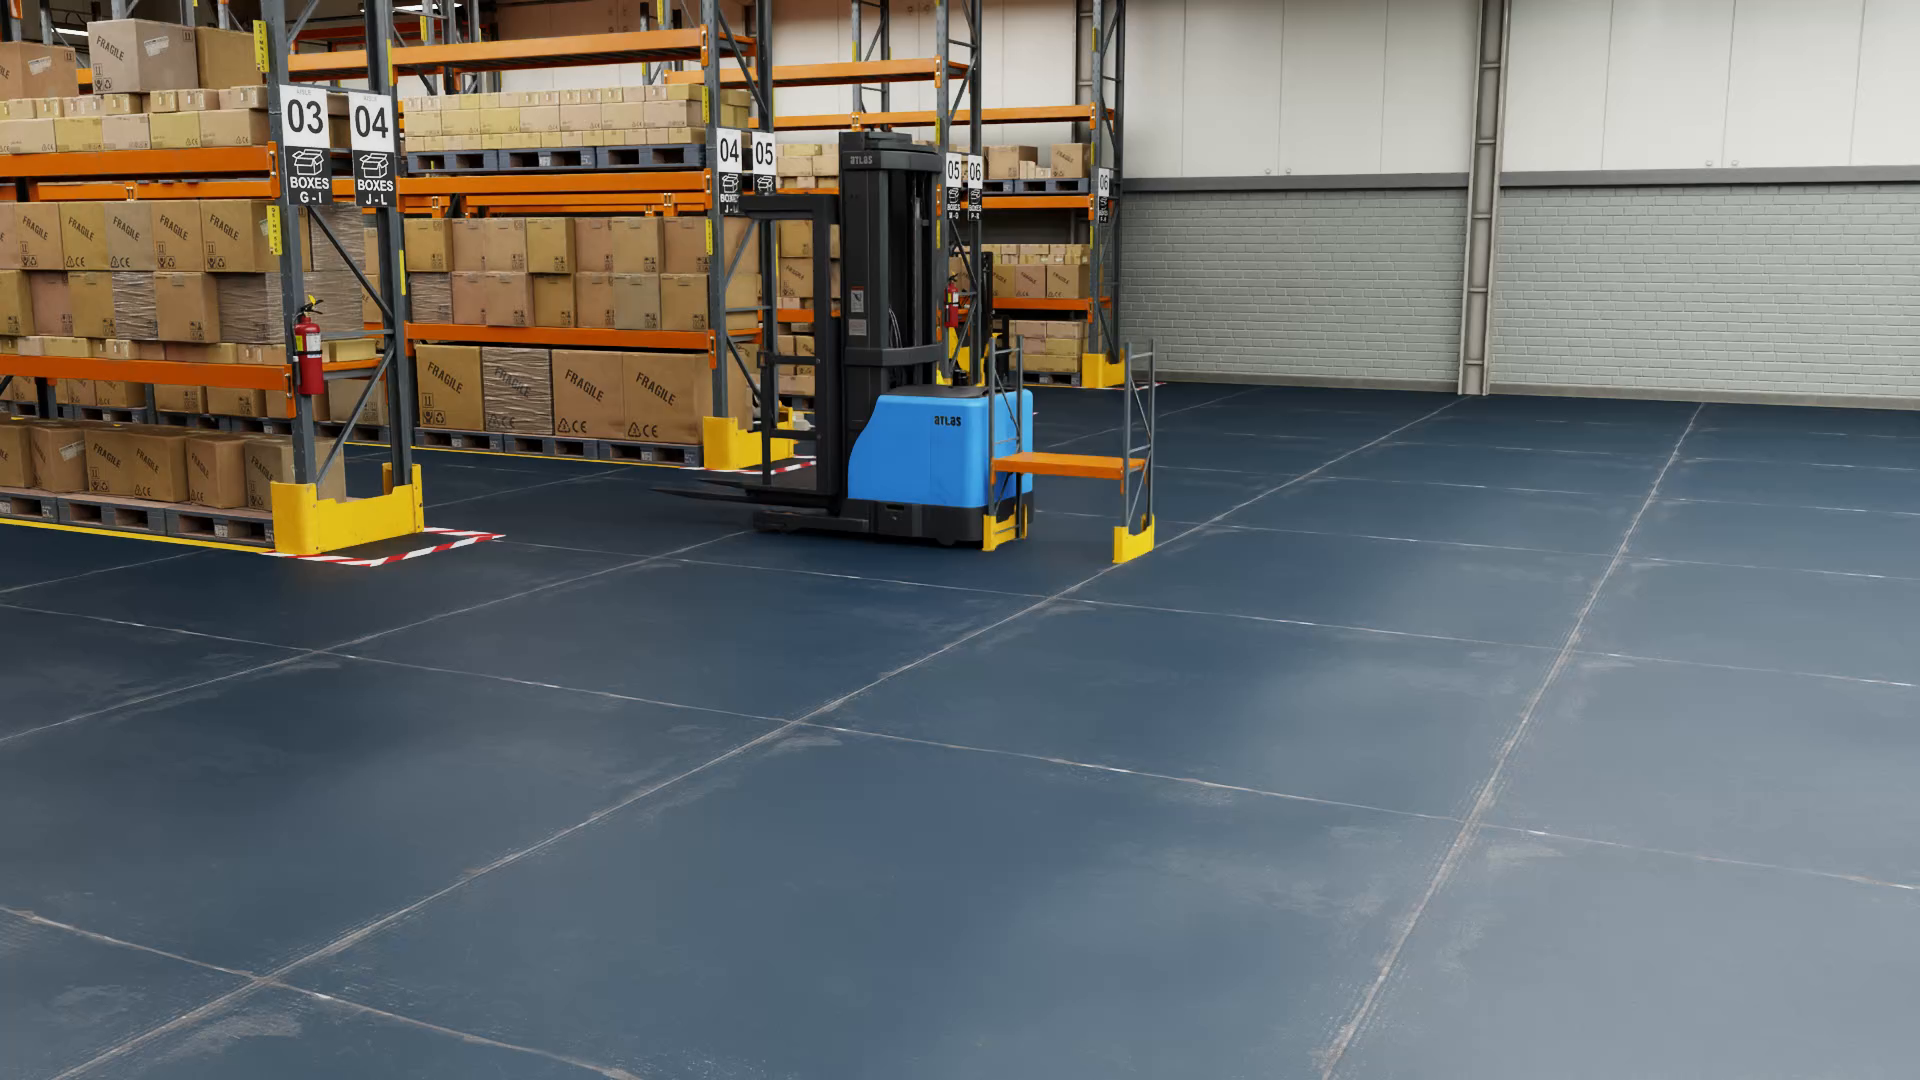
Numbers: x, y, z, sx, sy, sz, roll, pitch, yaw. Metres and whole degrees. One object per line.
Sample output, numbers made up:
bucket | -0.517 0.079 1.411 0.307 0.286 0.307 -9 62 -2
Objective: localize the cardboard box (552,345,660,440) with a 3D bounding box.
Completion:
cardboard box | -3.531 -1.522 17.003 0.875 0.875 0.875 5 11 25

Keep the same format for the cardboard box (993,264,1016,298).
cardboard box | 0.710 -3.969 25.457 0.500 0.500 0.500 5 11 25

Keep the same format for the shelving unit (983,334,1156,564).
shelving unit | 0.771 -0.666 11.697 1.083 1.500 0.587 5 12 27

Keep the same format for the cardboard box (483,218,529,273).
cardboard box | -4.407 -3.045 17.180 0.550 0.550 0.875 5 11 26

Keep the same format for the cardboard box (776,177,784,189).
cardboard box | -2.303 -4.536 21.151 0.250 0.149 0.380 5 11 25

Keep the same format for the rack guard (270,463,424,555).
rack guard | -4.457 -0.241 12.155 0.348 0.500 1.175 5 11 26

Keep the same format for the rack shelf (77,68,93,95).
rack shelf | -11.072 -5.438 20.152 4.000 0.370 1.077 5 11 26

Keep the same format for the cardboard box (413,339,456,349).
cardboard box | -7.761 -2.906 24.654 0.875 0.875 0.875 5 11 25

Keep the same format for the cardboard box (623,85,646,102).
cardboard box | -3.009 -4.262 15.939 0.250 0.149 0.380 5 12 27

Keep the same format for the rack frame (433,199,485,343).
rack frame | -7.179 -3.678 24.128 0.127 3.000 1.000 5 11 26

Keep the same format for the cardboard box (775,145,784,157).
cardboard box | -2.261 -4.936 21.127 0.250 0.149 0.380 5 11 25

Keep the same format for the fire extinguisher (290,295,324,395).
fire extinguisher | -4.491 -1.344 11.450 0.183 0.674 0.296 5 11 26

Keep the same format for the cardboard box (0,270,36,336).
cardboard box | -7.167 -1.885 13.107 0.500 0.500 0.875 5 11 26

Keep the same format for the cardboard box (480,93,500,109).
cardboard box | -4.600 -4.402 16.711 0.250 0.149 0.380 5 11 26

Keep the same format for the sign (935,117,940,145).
sign | -0.268 -4.872 19.818 0.005 0.325 0.100 5 11 26

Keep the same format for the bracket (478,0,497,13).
bracket | -8.583 -9.619 30.001 0.430 0.232 0.235 5 11 26

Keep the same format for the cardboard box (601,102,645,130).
cardboard box | -3.115 -4.087 16.091 0.500 0.250 0.500 5 11 26

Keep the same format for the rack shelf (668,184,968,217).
rack shelf | -1.798 -4.327 21.312 4.000 0.370 1.077 5 11 26

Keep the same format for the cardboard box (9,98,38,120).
cardboard box | -6.879 -3.221 12.484 0.250 0.149 0.380 5 11 25

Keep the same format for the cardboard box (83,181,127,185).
cardboard box | -9.903 -4.409 19.464 0.500 0.500 0.500 5 11 26

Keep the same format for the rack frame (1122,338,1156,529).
rack frame | 1.231 -0.624 11.464 0.032 1.500 0.500 5 12 27

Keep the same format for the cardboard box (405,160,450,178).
cardboard box | -7.584 -5.417 23.845 0.637 0.503 0.797 4 11 22

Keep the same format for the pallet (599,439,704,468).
pallet | -2.856 -0.927 16.760 1.213 0.211 1.003 5 11 26

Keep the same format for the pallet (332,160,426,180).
pallet | -6.535 -4.010 18.080 1.217 0.209 0.805 5 11 24

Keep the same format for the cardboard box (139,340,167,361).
cardboard box | -5.865 -1.426 12.394 0.250 0.149 0.380 5 11 26

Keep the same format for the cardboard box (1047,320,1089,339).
cardboard box | 1.638 -3.172 25.070 0.500 0.250 0.500 5 12 28

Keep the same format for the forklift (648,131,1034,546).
forklift | -0.991 -1.561 12.625 3.031 2.935 1.130 5 12 27

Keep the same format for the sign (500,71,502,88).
sign | -8.333 -8.365 30.112 0.005 0.325 0.100 5 11 26

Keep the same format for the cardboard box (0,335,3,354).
cardboard box | -7.462 -1.554 13.100 0.250 0.149 0.380 5 11 26

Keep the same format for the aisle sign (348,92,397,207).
aisle sign | -4.201 -2.787 11.906 0.004 0.787 0.394 5 11 26

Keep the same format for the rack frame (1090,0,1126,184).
rack frame | 2.189 -6.792 24.492 0.127 3.000 1.000 5 11 26

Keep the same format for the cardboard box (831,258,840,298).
cardboard box | -1.507 -3.322 21.045 0.500 0.500 0.500 5 11 26

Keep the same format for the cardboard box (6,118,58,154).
cardboard box | -6.769 -3.024 12.514 0.500 0.250 0.500 5 11 24

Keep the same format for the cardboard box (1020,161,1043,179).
cardboard box | 1.084 -5.543 24.928 0.258 0.266 0.396 5 11 26

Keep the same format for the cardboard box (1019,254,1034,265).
cardboard box | 1.088 -4.258 25.234 0.250 0.149 0.380 5 11 25

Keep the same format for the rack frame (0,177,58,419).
rack frame | -7.976 -1.780 13.641 0.127 3.000 1.000 5 11 26

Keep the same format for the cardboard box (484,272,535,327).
cardboard box | -4.420 -2.509 17.252 0.550 0.550 0.875 5 11 26

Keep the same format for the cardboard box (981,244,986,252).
cardboard box | 0.396 -4.470 25.566 0.250 0.149 0.380 5 11 27

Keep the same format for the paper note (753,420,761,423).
paper note | -2.428 -1.428 20.067 0.148 0.019 0.142 -10 14 -43

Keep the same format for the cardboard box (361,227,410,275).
cardboard box | -6.139 -3.143 18.087 0.500 0.500 0.700 5 11 25

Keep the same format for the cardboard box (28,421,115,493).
cardboard box | -7.118 -0.675 13.374 0.500 0.500 0.500 10 14 44

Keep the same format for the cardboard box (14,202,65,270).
cardboard box | -6.788 -2.313 12.662 0.500 0.500 0.500 5 11 26

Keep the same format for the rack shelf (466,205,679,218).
rack shelf | -6.779 -5.750 29.177 4.000 0.370 1.077 5 11 26

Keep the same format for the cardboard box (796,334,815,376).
cardboard box | -1.757 -2.373 21.354 0.500 0.500 0.500 5 11 24

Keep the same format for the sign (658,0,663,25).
sign | -3.832 -6.763 21.262 0.005 0.325 0.100 5 11 26

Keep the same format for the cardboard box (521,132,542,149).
cardboard box | -4.151 -3.969 16.562 0.250 0.149 0.380 5 11 27

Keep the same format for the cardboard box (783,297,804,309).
cardboard box | -2.070 -3.045 21.338 0.250 0.149 0.380 5 11 26

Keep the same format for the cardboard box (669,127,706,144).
cardboard box | -2.552 -3.829 15.787 0.250 0.149 0.380 5 11 26

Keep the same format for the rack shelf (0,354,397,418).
rack shelf | -6.183 -1.268 12.834 4.000 0.370 1.077 5 11 26

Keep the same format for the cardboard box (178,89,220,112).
cardboard box | -5.252 -3.078 11.695 0.250 0.149 0.380 4 11 23

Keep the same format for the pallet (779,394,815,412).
pallet | -1.876 -1.847 21.843 1.213 0.211 1.003 5 11 26

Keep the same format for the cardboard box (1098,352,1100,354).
cardboard box | 1.835 -2.764 25.620 0.500 0.250 0.500 5 11 26

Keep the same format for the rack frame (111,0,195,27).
rack frame | -9.278 -5.831 19.181 0.127 3.000 1.000 5 11 26
